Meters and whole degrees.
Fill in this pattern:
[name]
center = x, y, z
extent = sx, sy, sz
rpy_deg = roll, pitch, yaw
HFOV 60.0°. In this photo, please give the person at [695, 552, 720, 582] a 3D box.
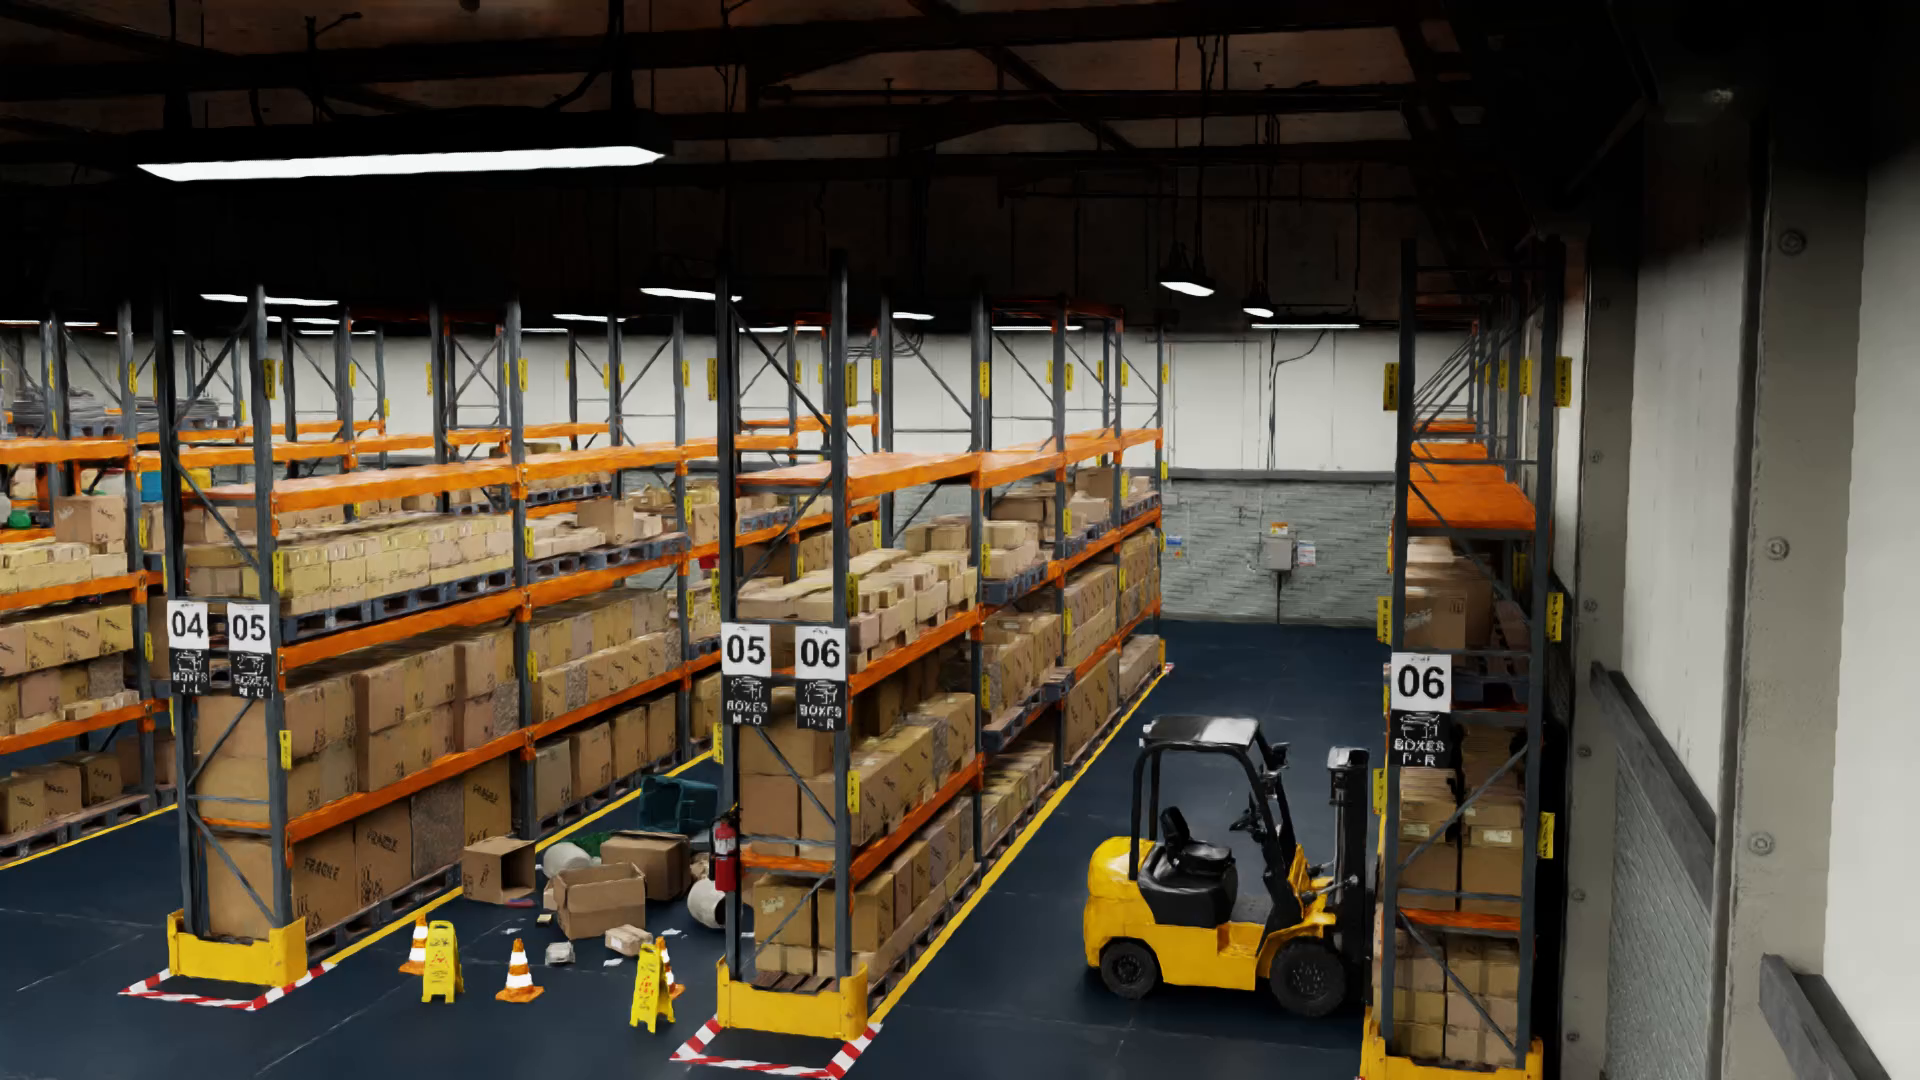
[person]
center = -5.186, 0.676, 34.603
extent = 0.584, 1.664, 0.978
rpy_deg = 4, 8, 36
